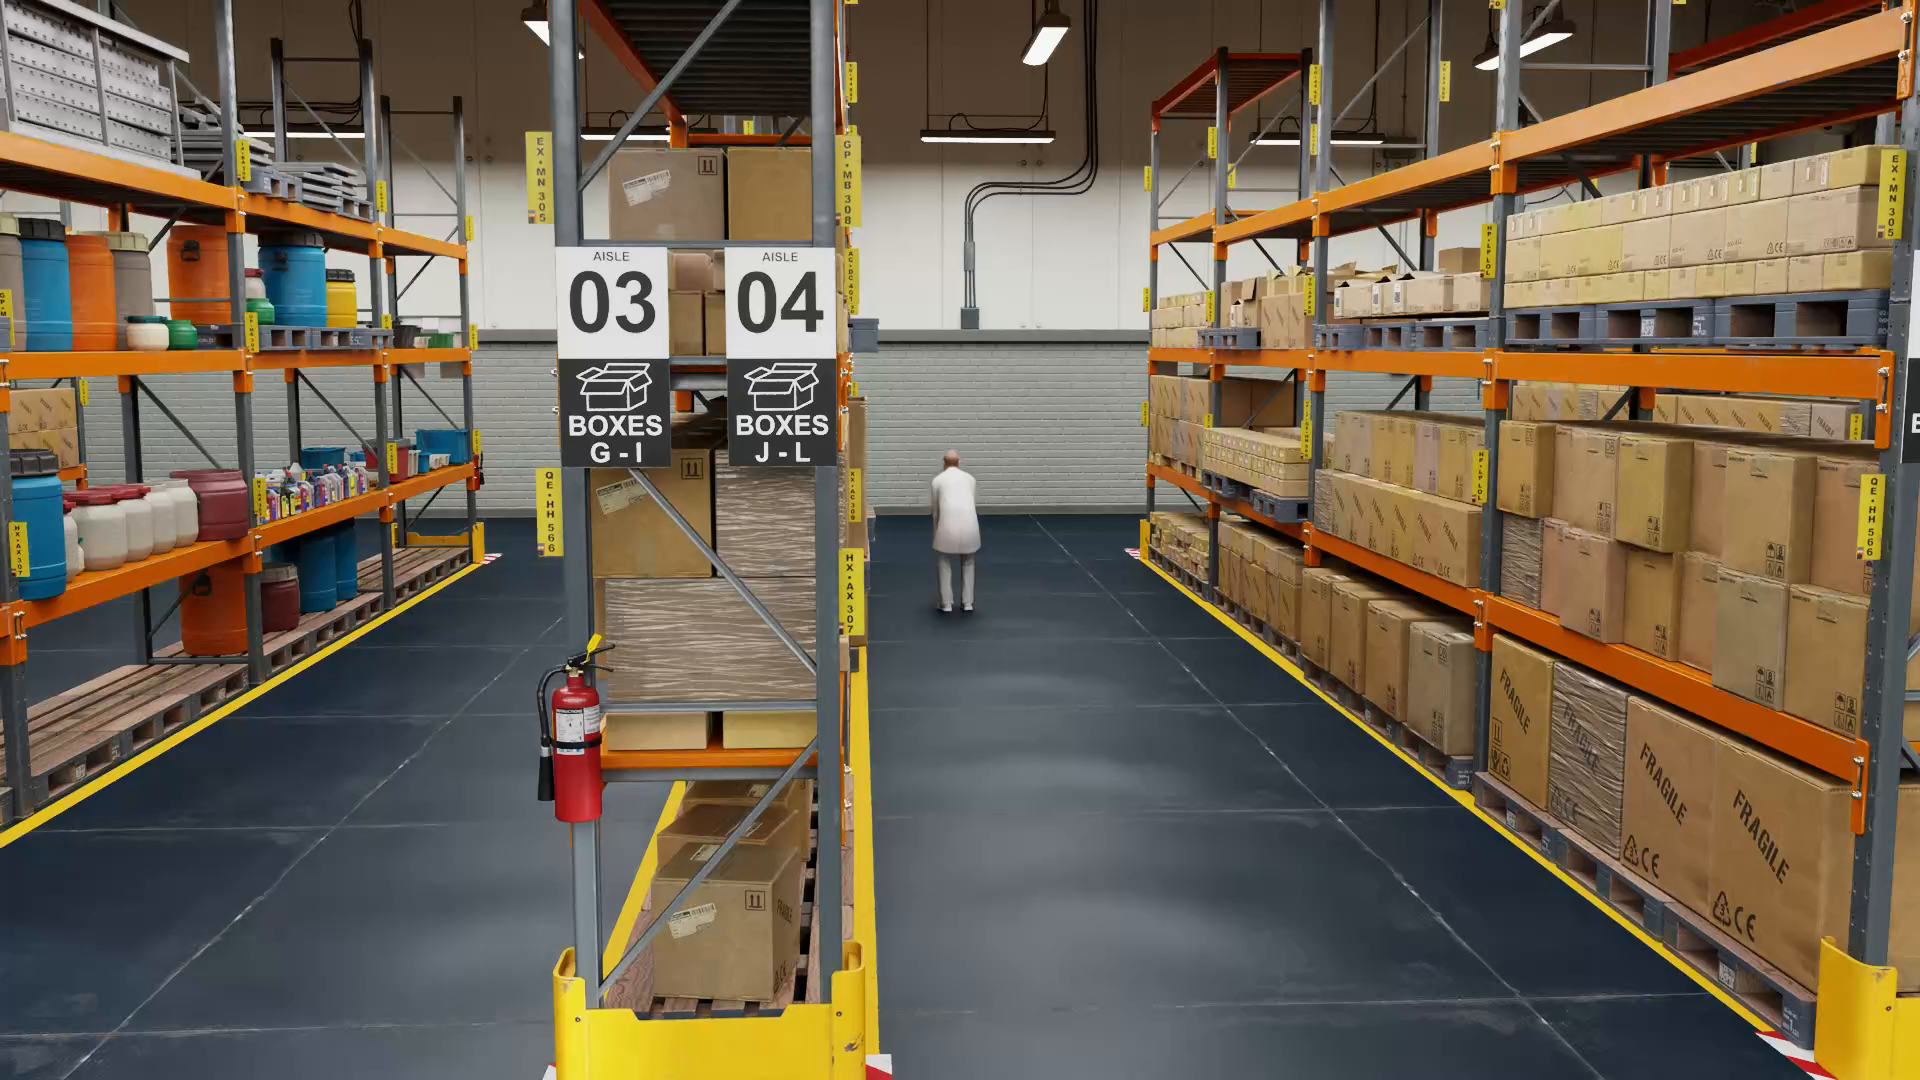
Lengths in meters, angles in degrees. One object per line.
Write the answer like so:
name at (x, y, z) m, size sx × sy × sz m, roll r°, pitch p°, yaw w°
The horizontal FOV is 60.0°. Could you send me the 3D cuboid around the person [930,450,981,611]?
person at (-0.053, -0.104, 17.963) m, size 0.537 × 1.720 × 0.622 m, roll -1°, pitch 7°, yaw -10°
